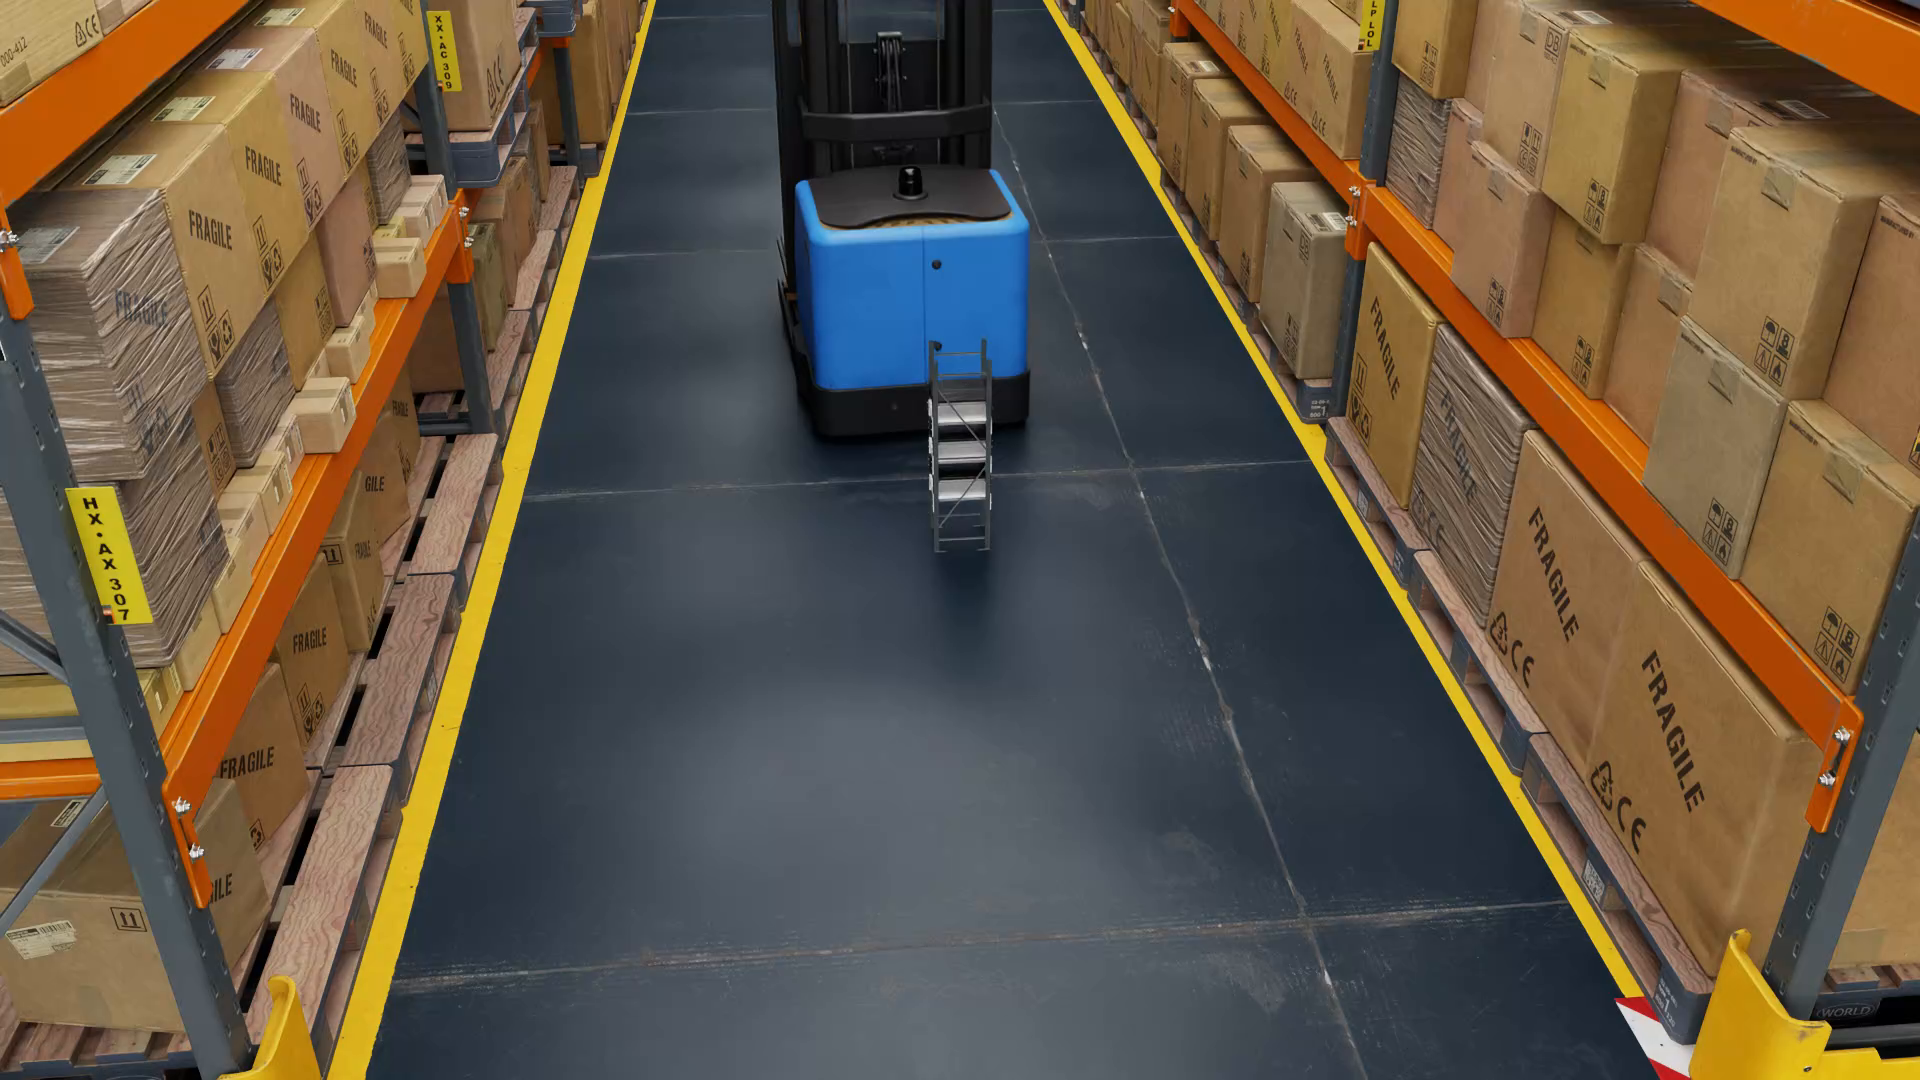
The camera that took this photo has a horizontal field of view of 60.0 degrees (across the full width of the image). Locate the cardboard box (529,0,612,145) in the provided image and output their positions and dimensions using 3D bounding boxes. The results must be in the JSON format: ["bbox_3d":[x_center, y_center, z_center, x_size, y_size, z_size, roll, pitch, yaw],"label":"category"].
[{"bbox_3d":[-3.083,-3.273,11.466,1.225,0.875,0.875,-4,31,-7],"label":"cardboard box"}]

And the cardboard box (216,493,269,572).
[{"bbox_3d":[-2.138,0.001,4.569,0.380,0.149,0.250,-3,31,-5],"label":"cardboard box"}]

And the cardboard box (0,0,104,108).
[{"bbox_3d":[-2.080,-1.048,3.301,0.500,0.250,0.500,-2,31,-3],"label":"cardboard box"}]

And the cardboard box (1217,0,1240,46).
[{"bbox_3d":[1.779,-3.121,9.452,0.500,0.500,0.500,-3,31,-5],"label":"cardboard box"}]

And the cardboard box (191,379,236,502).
[{"bbox_3d":[-2.482,-0.269,4.387,0.875,0.500,0.500,-3,31,-5],"label":"cardboard box"}]

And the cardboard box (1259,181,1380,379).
[{"bbox_3d":[2.135,-1.322,8.322,1.050,0.750,0.750,-3,31,-5],"label":"cardboard box"}]

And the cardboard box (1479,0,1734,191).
[{"bbox_3d":[2.363,-1.575,5.763,0.875,0.550,0.550,-3,31,-5],"label":"cardboard box"}]

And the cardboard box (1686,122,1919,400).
[{"bbox_3d":[2.517,-0.748,4.378,0.875,0.550,0.550,-3,31,-5],"label":"cardboard box"}]

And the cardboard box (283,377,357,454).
[{"bbox_3d":[-2.125,-0.386,5.216,0.380,0.149,0.250,-3,31,-5],"label":"cardboard box"}]

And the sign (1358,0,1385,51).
[{"bbox_3d":[1.743,-2.227,7.001,0.100,0.325,0.005,-3,31,-5],"label":"sign"}]

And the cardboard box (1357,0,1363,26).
[{"bbox_3d":[2.230,-2.520,7.472,0.700,0.500,0.500,-3,31,-5],"label":"cardboard box"}]

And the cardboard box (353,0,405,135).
[{"bbox_3d":[-2.302,-1.737,5.870,0.500,0.500,0.500,-3,31,-5],"label":"cardboard box"}]

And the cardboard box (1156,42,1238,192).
[{"bbox_3d":[1.876,-2.736,10.690,1.050,0.750,0.750,-3,31,-5],"label":"cardboard box"}]

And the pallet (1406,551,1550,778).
[{"bbox_3d":[2.392,0.419,6.343,1.003,0.211,1.213,-3,31,-5],"label":"pallet"}]

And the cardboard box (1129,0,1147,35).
[{"bbox_3d":[1.525,-3.860,12.084,0.500,0.250,0.500,-2,31,-4],"label":"cardboard box"}]

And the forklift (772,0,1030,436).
[{"bbox_3d":[-0.425,-2.493,8.566,1.130,2.935,3.031,-5,31,-9],"label":"forklift"}]

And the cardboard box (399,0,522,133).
[{"bbox_3d":[-2.600,-2.459,7.447,1.000,1.000,1.000,-3,31,-4],"label":"cardboard box"}]

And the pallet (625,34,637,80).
[{"bbox_3d":[-3.266,-4.106,13.918,1.003,0.211,1.213,-3,31,-5],"label":"pallet"}]

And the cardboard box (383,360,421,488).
[{"bbox_3d":[-2.668,-0.510,7.207,0.500,0.500,0.500,-4,31,-6],"label":"cardboard box"}]

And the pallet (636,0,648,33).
[{"bbox_3d":[-3.406,-4.888,15.228,1.003,0.211,1.213,-3,31,-5],"label":"pallet"}]

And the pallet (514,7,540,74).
[{"bbox_3d":[-2.814,-2.560,8.798,1.003,0.211,1.213,-3,31,-5],"label":"pallet"}]

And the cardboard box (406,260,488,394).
[{"bbox_3d":[-2.702,-1.039,8.073,0.700,0.500,0.500,-5,31,-8],"label":"cardboard box"}]

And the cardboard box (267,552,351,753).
[{"bbox_3d":[-2.463,0.383,5.713,0.500,0.500,0.500,0,31,0],"label":"cardboard box"}]

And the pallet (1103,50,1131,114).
[{"bbox_3d":[1.726,-3.660,13.172,1.003,0.211,1.213,-3,31,-5],"label":"pallet"}]

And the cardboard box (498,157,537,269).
[{"bbox_3d":[-2.832,-1.854,9.437,0.700,0.500,0.500,0,31,0],"label":"cardboard box"}]

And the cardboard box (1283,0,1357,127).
[{"bbox_3d":[1.920,-2.349,8.161,0.500,0.500,0.500,-3,31,-5],"label":"cardboard box"}]

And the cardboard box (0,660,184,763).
[{"bbox_3d":[-2.081,0.384,3.926,0.380,0.149,0.250,-3,31,-5],"label":"cardboard box"}]

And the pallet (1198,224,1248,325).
[{"bbox_3d":[2.018,-1.612,9.744,1.003,0.211,1.213,-3,31,-5],"label":"pallet"}]

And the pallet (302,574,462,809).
[{"bbox_3d":[-2.450,0.554,6.117,1.003,0.211,1.213,-3,31,-5],"label":"pallet"}]

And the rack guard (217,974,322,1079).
[{"bbox_3d":[-2.299,1.468,4.305,1.175,0.500,0.348,-3,31,-5],"label":"rack guard"}]

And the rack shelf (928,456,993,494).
[{"bbox_3d":[-0.001,-0.285,7.089,0.258,0.077,0.200,-3,31,-5],"label":"rack shelf"}]

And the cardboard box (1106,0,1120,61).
[{"bbox_3d":[1.453,-4.060,13.150,0.500,0.500,0.500,-2,31,-4],"label":"cardboard box"}]

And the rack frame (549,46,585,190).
[{"bbox_3d":[-3.039,-3.651,10.437,1.000,3.000,0.127,-3,31,-5],"label":"rack frame"}]

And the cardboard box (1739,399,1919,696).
[{"bbox_3d":[2.576,-0.004,4.186,0.875,0.550,0.550,-3,31,-5],"label":"cardboard box"}]

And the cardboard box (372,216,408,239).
[{"bbox_3d":[-2.375,-1.147,6.490,0.380,0.149,0.250,-3,31,-5],"label":"cardboard box"}]

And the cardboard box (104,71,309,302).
[{"bbox_3d":[-2.160,-0.971,4.588,0.500,0.500,0.500,-3,31,-5],"label":"cardboard box"}]

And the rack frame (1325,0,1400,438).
[{"bbox_3d":[2.282,-1.795,7.330,1.000,3.000,0.127,-3,31,-5],"label":"rack frame"}]

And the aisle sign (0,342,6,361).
[{"bbox_3d":[-1.987,-0.665,2.904,0.394,0.787,0.004,-3,31,-5],"label":"aisle sign"}]

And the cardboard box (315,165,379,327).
[{"bbox_3d":[-2.526,-1.039,5.677,0.875,0.500,0.500,-3,31,-5],"label":"cardboard box"}]

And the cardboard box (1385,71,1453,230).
[{"bbox_3d":[2.329,-1.671,6.977,0.875,0.550,0.550,-3,31,-5],"label":"cardboard box"}]

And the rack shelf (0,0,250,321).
[{"bbox_3d":[-2.479,-1.567,4.724,1.077,0.370,4.000,-3,31,-5],"label":"rack shelf"}]

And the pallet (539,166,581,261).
[{"bbox_3d":[-2.968,-2.055,10.484,1.003,0.211,1.213,-3,31,-5],"label":"pallet"}]

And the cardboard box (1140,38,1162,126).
[{"bbox_3d":[1.587,-3.268,11.824,0.500,0.500,0.500,-3,31,-5],"label":"cardboard box"}]

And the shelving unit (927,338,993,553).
[{"bbox_3d":[-0.001,-0.390,7.026,0.258,0.900,0.210,-3,31,-5],"label":"shelving unit"}]

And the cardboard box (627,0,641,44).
[{"bbox_3d":[-3.333,-4.636,13.748,1.225,0.875,0.875,-3,31,-4],"label":"cardboard box"}]

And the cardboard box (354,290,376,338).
[{"bbox_3d":[-2.285,-0.765,5.850,0.380,0.149,0.250,-3,31,-5],"label":"cardboard box"}]

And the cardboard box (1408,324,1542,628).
[{"bbox_3d":[2.359,-0.279,6.454,0.875,0.875,0.875,-3,31,-4],"label":"cardboard box"}]

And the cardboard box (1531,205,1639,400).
[{"bbox_3d":[2.485,-0.845,5.593,0.875,0.550,0.500,-3,31,-5],"label":"cardboard box"}]

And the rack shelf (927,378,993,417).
[{"bbox_3d":[-0.001,-0.594,6.905,0.258,0.077,0.200,-3,31,-5],"label":"rack shelf"}]

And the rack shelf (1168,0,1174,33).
[{"bbox_3d":[1.722,-4.549,12.643,1.077,0.370,4.000,-3,31,-5],"label":"rack shelf"}]
